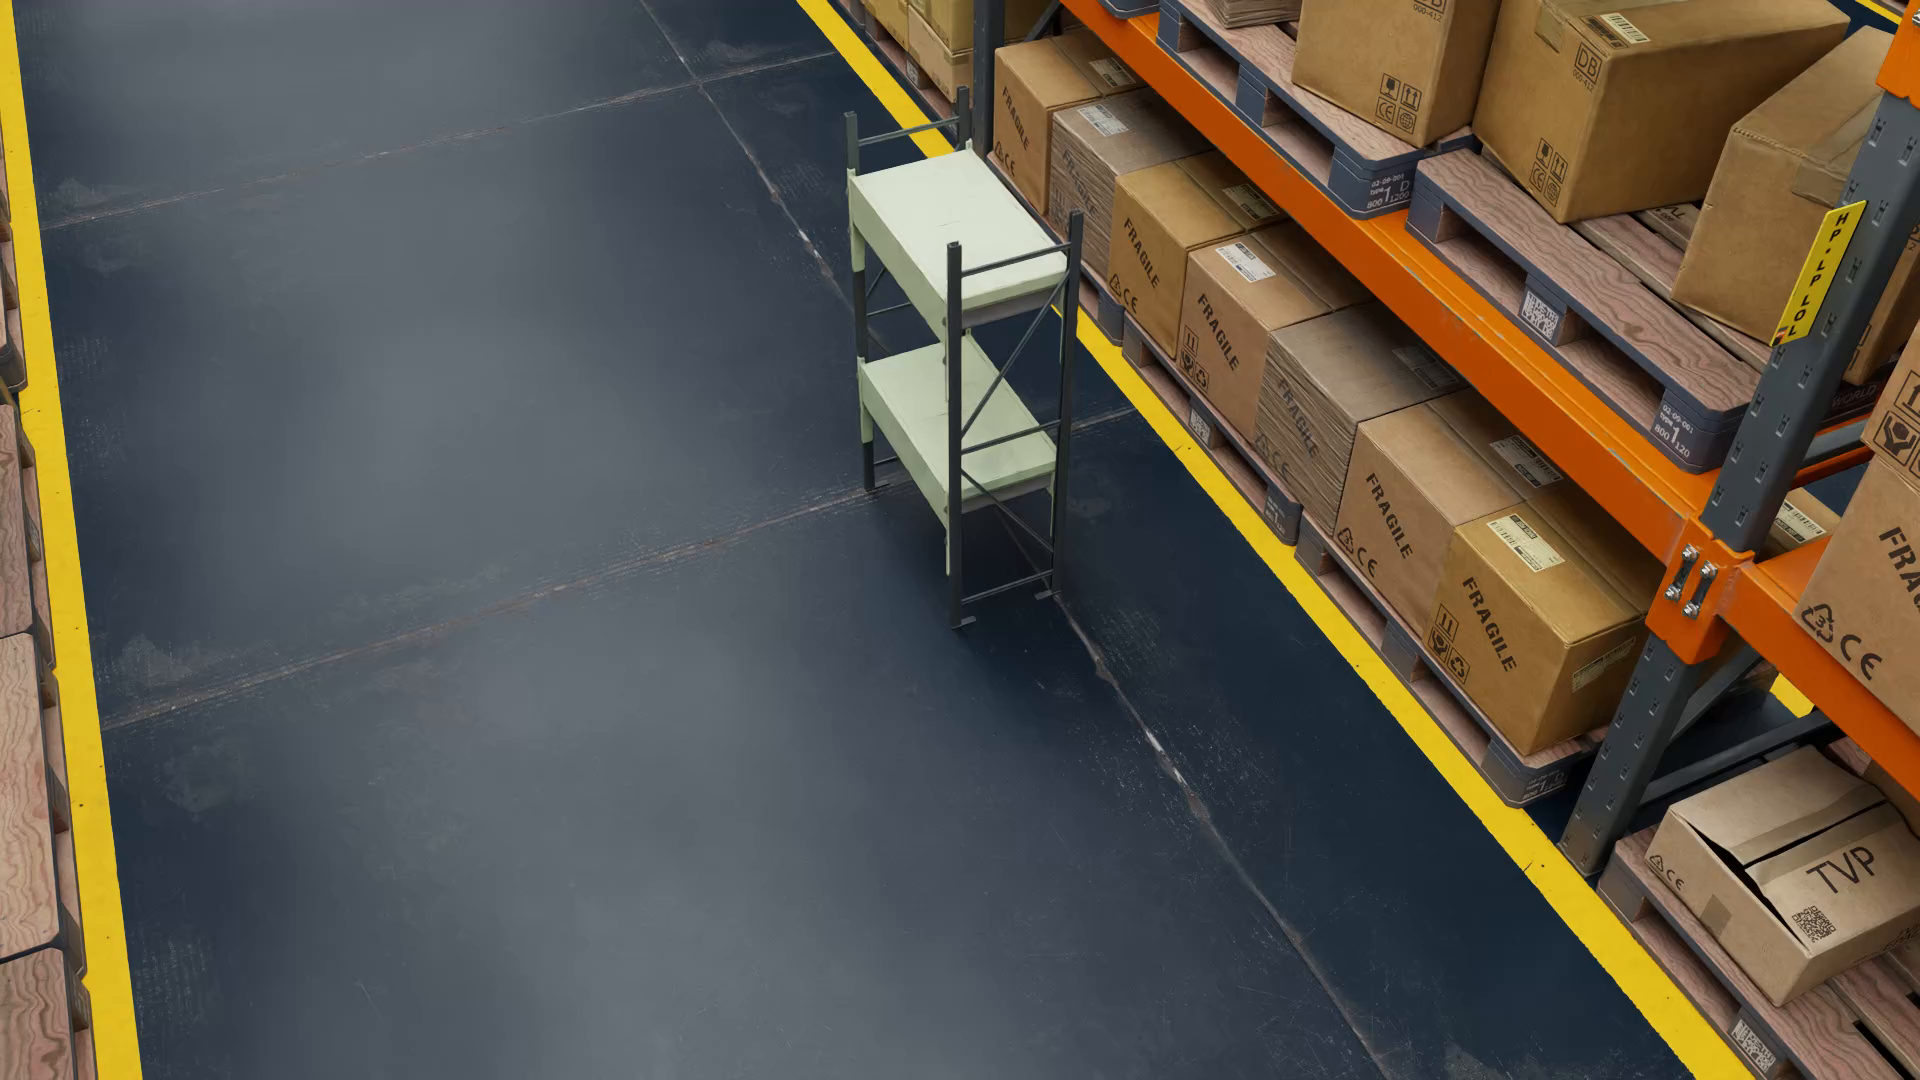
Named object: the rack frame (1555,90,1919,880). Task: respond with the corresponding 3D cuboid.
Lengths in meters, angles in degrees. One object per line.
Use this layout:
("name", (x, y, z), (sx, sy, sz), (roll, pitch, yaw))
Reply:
("rack frame", (2.215, -0.282, 3.900), (1.000, 3.000, 0.127), (-18, 47, -17))

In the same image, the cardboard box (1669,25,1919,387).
("cardboard box", (2.219, -0.835, 4.090), (0.700, 0.500, 0.500), (-34, 54, -30))

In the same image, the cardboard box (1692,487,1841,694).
("cardboard box", (2.233, 0.071, 5.009), (0.500, 0.500, 0.500), (-20, 48, -19))

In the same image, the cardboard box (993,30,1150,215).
("cardboard box", (0.465, -1.723, 6.827), (0.500, 0.500, 0.500), (-16, 47, -16))

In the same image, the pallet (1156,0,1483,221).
("pallet", (1.355, -1.525, 5.296), (1.003, 0.211, 1.213), (-18, 47, -17))

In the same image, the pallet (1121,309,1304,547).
("pallet", (1.322, -0.575, 6.182), (1.003, 0.211, 1.213), (-18, 47, -17))

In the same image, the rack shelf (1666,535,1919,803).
("rack shelf", (3.056, 1.249, 2.861), (1.077, 0.370, 4.000), (-18, 47, -17))

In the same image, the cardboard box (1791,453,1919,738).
("cardboard box", (2.182, 0.088, 3.454), (0.500, 0.500, 0.500), (-17, 47, -16))

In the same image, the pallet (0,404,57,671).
("pallet", (-3.593, 0.112, 5.486), (1.003, 0.211, 1.213), (-18, 47, -17))

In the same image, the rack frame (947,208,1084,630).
("rack frame", (0.151, -0.305, 4.991), (0.400, 1.500, 0.023), (-18, 47, -17))

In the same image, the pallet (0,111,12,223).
("pallet", (-4.762, -1.659, 7.281), (1.003, 0.211, 1.213), (-18, 47, -17))

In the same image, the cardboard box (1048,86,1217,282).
("cardboard box", (0.691, -1.391, 6.491), (0.500, 0.500, 0.500), (-20, 48, -19))

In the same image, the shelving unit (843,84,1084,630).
("shelving unit", (-0.003, -0.538, 5.228), (0.431, 1.500, 0.755), (-18, 47, -17))

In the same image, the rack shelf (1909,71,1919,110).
("rack shelf", (3.056, 0.181, 1.807), (1.077, 0.370, 4.000), (-18, 47, -17))

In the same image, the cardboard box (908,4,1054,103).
("cardboard box", (0.091, -2.265, 7.568), (0.500, 0.250, 0.500), (-17, 47, -16))

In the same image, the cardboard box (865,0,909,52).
("cardboard box", (-0.129, -2.592, 7.900), (0.500, 0.250, 0.500), (-19, 48, -18))

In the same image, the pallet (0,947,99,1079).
("pallet", (-2.567, 1.667, 3.910), (1.003, 0.211, 1.213), (-18, 47, -17))

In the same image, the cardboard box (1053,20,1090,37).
("cardboard box", (0.579, -2.422, 7.728), (0.500, 0.250, 0.500), (-18, 47, -18))

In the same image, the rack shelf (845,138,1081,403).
("rack shelf", (-0.003, -0.816, 4.953), (0.431, 0.370, 0.720), (-18, 47, -17))

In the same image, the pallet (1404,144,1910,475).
("pallet", (1.978, -0.755, 4.516), (1.003, 0.211, 1.213), (-18, 47, -17))

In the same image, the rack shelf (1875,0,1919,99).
("rack shelf", (1.374, -2.368, 4.391), (1.077, 0.370, 4.000), (-18, 47, -17))

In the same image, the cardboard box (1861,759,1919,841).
("cardboard box", (2.712, 0.731, 4.340), (0.500, 0.500, 0.500), (-18, 47, -17))

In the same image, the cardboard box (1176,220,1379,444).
("cardboard box", (1.121, -0.739, 5.830), (0.500, 0.500, 0.500), (-20, 48, -19))

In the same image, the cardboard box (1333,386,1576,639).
("cardboard box", (1.547, -0.096, 5.178), (0.500, 0.500, 0.500), (-18, 47, -17))

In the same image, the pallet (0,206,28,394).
("pallet", (-4.253, -0.883, 6.495), (1.003, 0.211, 1.213), (-18, 47, -17))

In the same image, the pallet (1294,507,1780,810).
("pallet", (1.839, 0.204, 5.393), (1.003, 0.211, 1.213), (-18, 47, -17))

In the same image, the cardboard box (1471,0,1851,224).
("cardboard box", (1.872, -1.254, 4.515), (0.700, 0.500, 0.500), (-11, 46, -11))

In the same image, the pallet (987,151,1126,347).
("pallet", (0.813, -1.351, 6.969), (1.003, 0.211, 1.213), (-18, 47, -17))

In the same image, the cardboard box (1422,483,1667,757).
("cardboard box", (1.748, 0.222, 4.856), (0.500, 0.500, 0.500), (-18, 47, -18))

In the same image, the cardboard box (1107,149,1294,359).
("cardboard box", (0.897, -1.070, 6.165), (0.500, 0.500, 0.500), (-19, 48, -18))

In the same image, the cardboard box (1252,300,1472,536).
("cardboard box", (1.337, -0.416, 5.502), (0.500, 0.500, 0.500), (-17, 47, -17))

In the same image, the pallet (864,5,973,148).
("pallet", (0.222, -2.374, 8.006), (1.003, 0.211, 1.213), (-18, 47, -17))

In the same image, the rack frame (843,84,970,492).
("rack frame", (-0.157, -0.771, 5.464), (0.400, 1.500, 0.023), (-18, 47, -17))

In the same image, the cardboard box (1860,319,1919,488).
("cardboard box", (2.158, -0.290, 3.125), (0.500, 0.500, 0.500), (-17, 47, -16))

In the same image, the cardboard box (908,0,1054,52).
("cardboard box", (0.090, -2.462, 7.369), (0.500, 0.311, 0.500), (-17, 47, -16))

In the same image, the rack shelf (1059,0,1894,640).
("rack shelf", (1.374, -1.300, 5.444), (1.077, 0.370, 4.000), (-18, 47, -17))

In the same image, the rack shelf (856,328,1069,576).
("rack shelf", (-0.003, -0.306, 5.457), (0.431, 0.370, 0.720), (-18, 47, -17))

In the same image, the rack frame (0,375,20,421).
("rack frame", (-3.963, -1.370, 5.003), (1.000, 3.000, 0.127), (-18, 47, -17))

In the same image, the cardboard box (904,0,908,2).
("cardboard box", (-0.135, -2.792, 7.703), (0.500, 0.311, 0.500), (-19, 48, -18))

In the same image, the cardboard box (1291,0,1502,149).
("cardboard box", (1.416, -1.575, 4.840), (0.700, 0.500, 0.500), (-30, 52, -27))

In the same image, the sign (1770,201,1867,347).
("sign", (1.713, -0.528, 3.325), (0.100, 0.325, 0.005), (-18, 47, -17))

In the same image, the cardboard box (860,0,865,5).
("cardboard box", (-0.338, -2.914, 8.226), (0.500, 0.250, 0.500), (-17, 47, -17))

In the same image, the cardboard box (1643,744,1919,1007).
("cardboard box", (2.195, 0.850, 4.354), (0.500, 0.311, 0.500), (-18, 47, -17))

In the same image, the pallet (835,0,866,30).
("pallet", (-0.287, -3.151, 8.793), (1.003, 0.211, 1.213), (-18, 47, -17))

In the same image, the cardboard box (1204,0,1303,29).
("cardboard box", (1.112, -2.009, 5.280), (0.700, 0.500, 0.500), (-10, 45, -10))

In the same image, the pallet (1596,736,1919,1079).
("pallet", (2.503, 1.149, 4.436), (1.003, 0.211, 1.213), (-18, 47, -17))

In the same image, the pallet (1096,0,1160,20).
("pallet", (0.882, -2.351, 6.134), (1.213, 0.211, 1.003), (-18, 47, -17))

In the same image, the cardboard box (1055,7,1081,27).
("cardboard box", (0.579, -2.622, 7.531), (0.500, 0.311, 0.500), (-17, 47, -16))

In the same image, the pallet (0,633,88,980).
("pallet", (-3.084, 0.889, 4.699), (1.003, 0.211, 1.213), (-18, 47, -17))

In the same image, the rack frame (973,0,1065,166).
("rack frame", (0.533, -2.831, 6.483), (1.000, 3.000, 0.127), (-18, 47, -17))
